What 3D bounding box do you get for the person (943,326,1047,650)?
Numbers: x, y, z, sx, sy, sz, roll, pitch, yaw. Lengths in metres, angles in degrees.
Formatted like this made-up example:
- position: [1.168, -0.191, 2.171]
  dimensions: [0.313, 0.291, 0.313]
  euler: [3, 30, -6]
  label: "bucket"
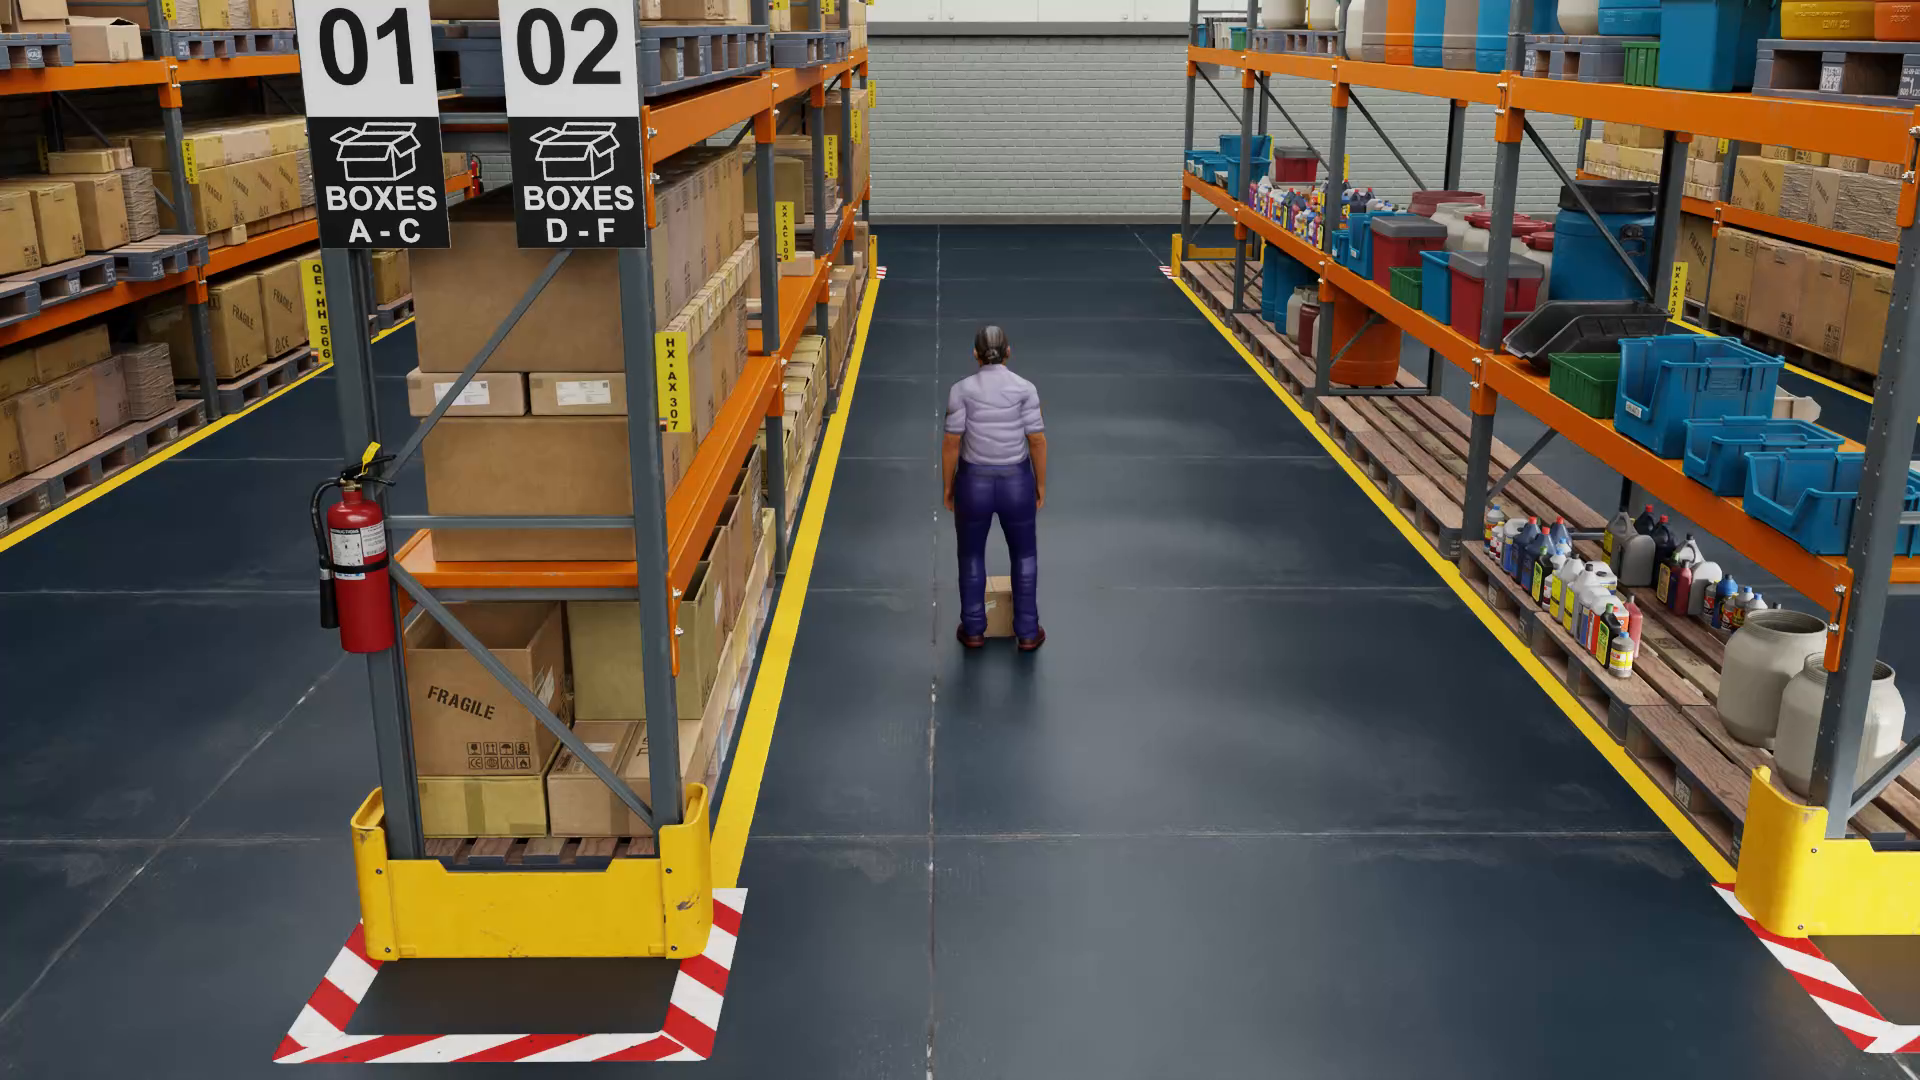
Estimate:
- position: [0.179, -0.252, 8.395]
  dimensions: [0.540, 1.637, 0.389]
  euler: [-1, 17, -3]
  label: "person"
